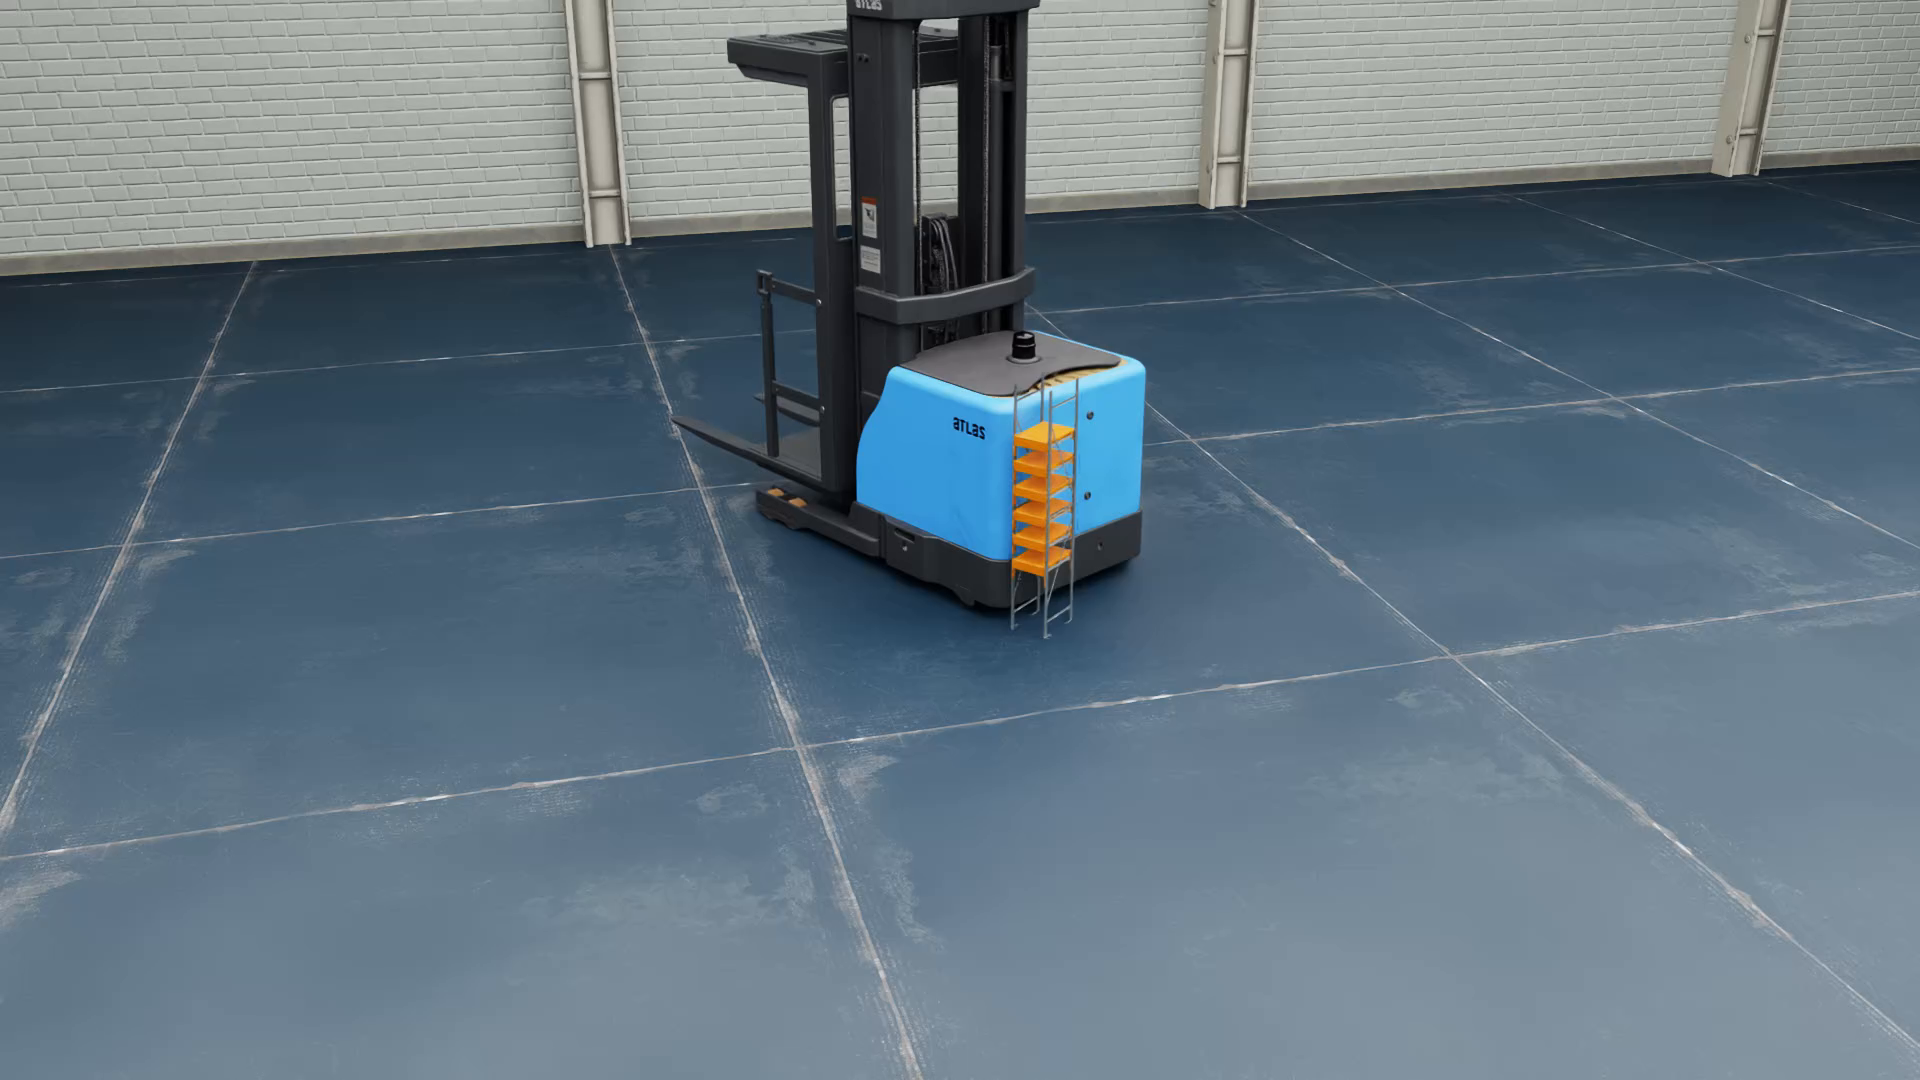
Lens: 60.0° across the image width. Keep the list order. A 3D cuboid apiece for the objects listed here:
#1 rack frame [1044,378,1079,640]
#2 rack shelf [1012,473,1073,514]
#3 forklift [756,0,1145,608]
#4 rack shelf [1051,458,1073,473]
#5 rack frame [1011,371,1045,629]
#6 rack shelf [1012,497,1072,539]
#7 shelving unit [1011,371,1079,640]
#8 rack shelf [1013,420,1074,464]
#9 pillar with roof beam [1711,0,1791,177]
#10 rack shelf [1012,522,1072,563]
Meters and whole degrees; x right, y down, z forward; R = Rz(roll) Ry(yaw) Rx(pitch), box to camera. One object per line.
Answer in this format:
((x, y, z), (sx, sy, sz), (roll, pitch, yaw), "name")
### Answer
((0.458, -0.131, 7.533), (0.006, 1.200, 0.240), (16, 28, 32), "rack frame")
((0.384, -0.221, 7.552), (0.180, 0.103, 0.258), (16, 28, 32), "rack shelf")
((-0.454, -1.523, 8.582), (1.130, 2.935, 3.031), (-20, 30, -39), "forklift")
((0.384, -0.350, 7.497), (0.166, 0.020, 0.199), (16, 28, 32), "rack shelf")
((0.310, -0.173, 7.631), (0.006, 1.200, 0.240), (16, 28, 32), "rack frame")
((0.384, -0.111, 7.600), (0.180, 0.103, 0.258), (16, 28, 32), "rack shelf")
((0.384, -0.152, 7.582), (0.189, 1.200, 0.258), (16, 28, 32), "shelving unit")
((0.384, -0.442, 7.458), (0.180, 0.103, 0.258), (16, 28, 32), "rack shelf")
((9.537, -6.469, 12.413), (0.400, 9.000, 9.100), (-6, 24, -14), "pillar with roof beam")
((0.384, -0.001, 7.647), (0.180, 0.103, 0.258), (16, 28, 32), "rack shelf")
